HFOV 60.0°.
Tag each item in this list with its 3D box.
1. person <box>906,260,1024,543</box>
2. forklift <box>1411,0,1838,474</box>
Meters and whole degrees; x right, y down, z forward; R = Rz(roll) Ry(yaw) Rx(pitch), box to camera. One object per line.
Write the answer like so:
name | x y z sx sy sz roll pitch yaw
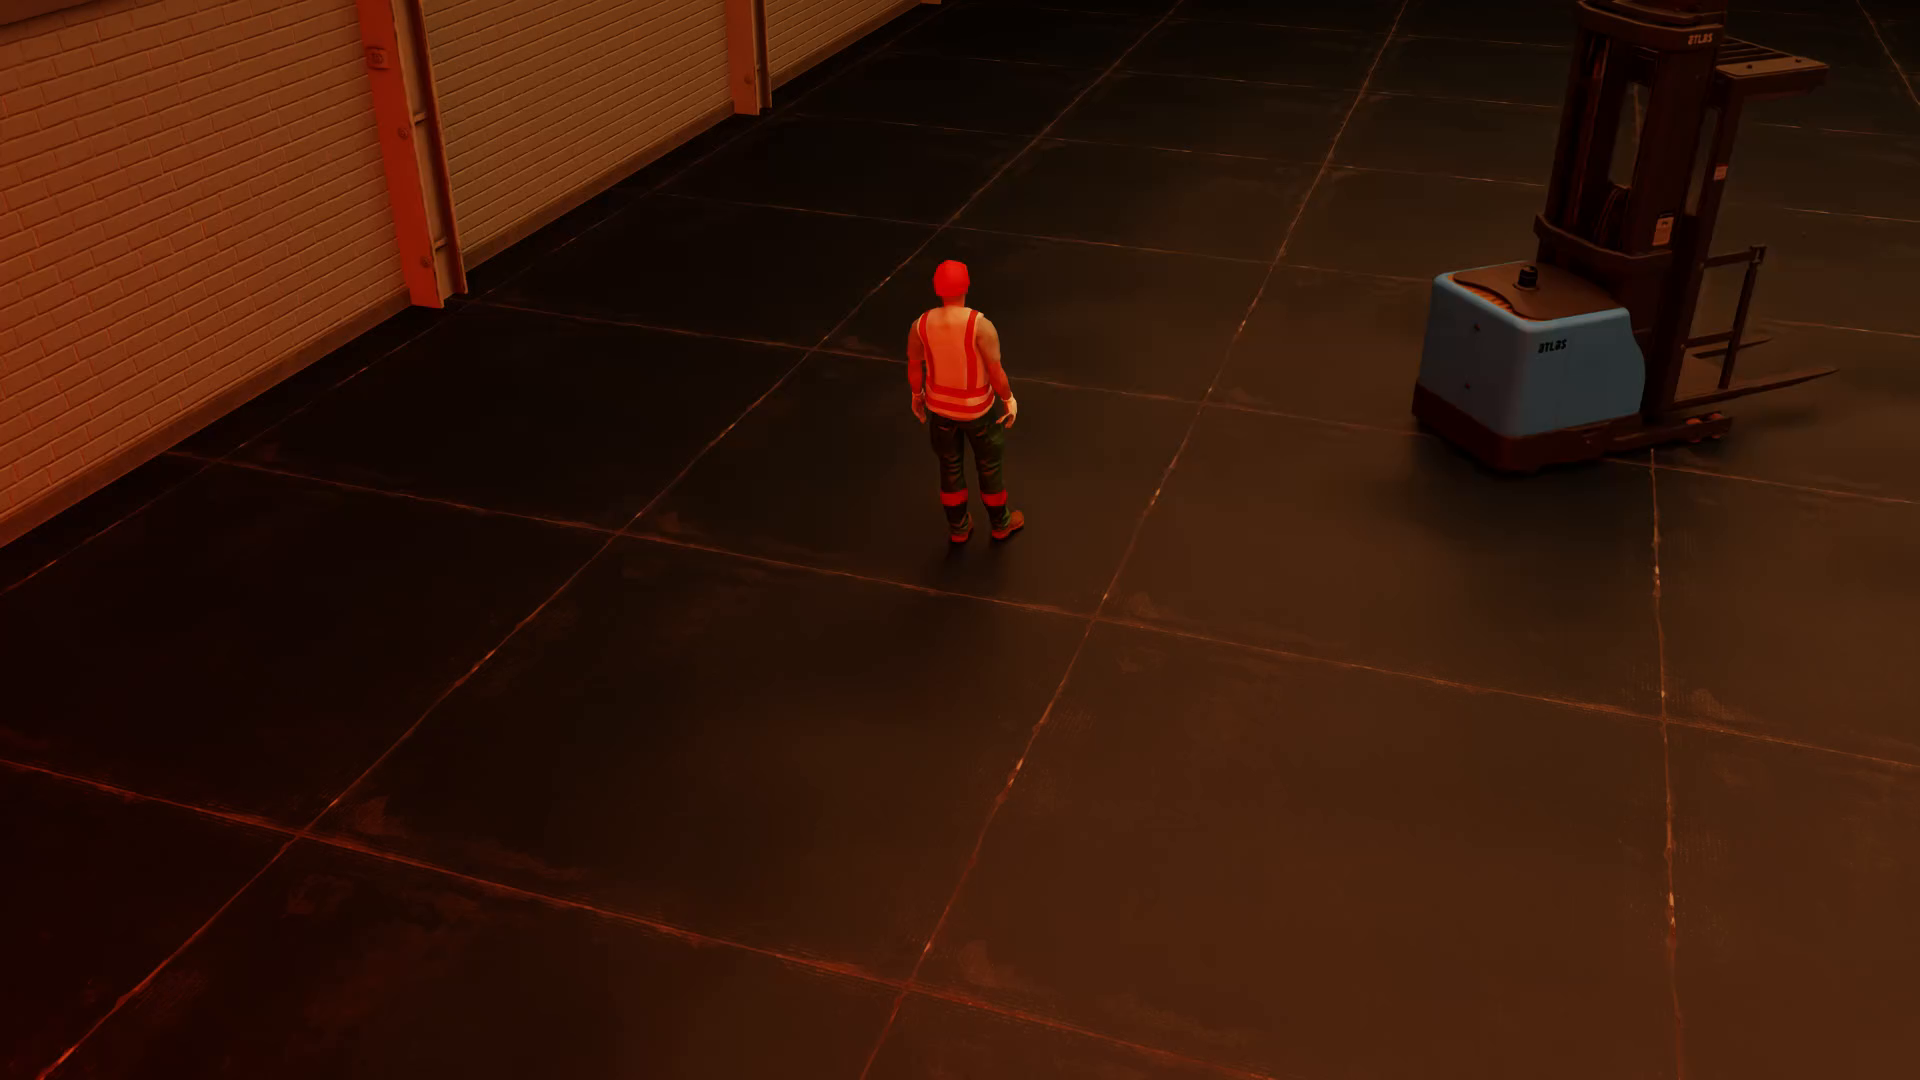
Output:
person | 0.038 -0.819 9.711 0.637 1.787 0.564 10 31 16
forklift | 4.689 -2.158 10.922 3.031 2.935 1.130 -11 32 -19
